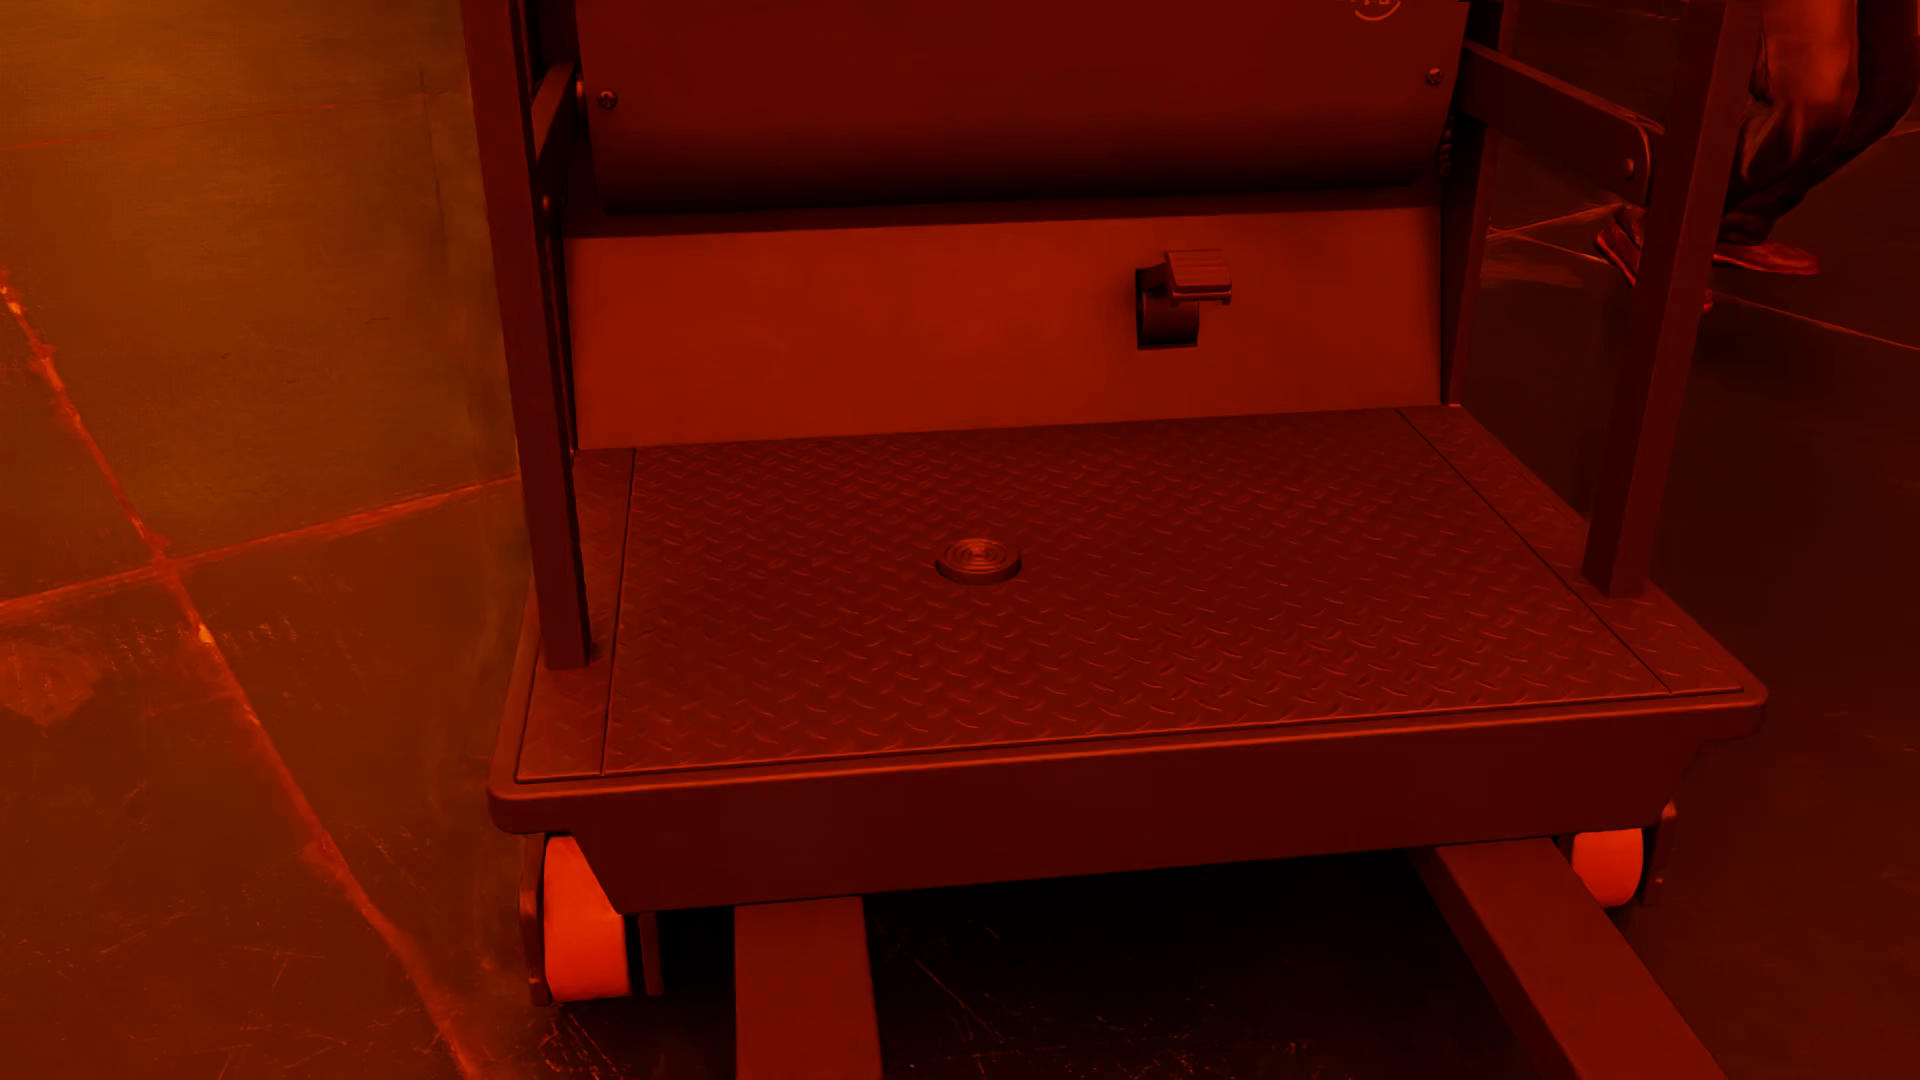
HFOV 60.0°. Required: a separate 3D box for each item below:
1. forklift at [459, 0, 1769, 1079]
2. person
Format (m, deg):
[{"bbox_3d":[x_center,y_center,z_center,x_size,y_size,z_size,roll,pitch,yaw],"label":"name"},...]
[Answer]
[{"bbox_3d":[0.103,-1.032,1.288,1.130,2.935,3.031,-3,27,-7],"label":"forklift"},{"bbox_3d":[1.615,-1.171,3.141,0.846,1.552,0.570,-17,31,-30],"label":"person"}]
